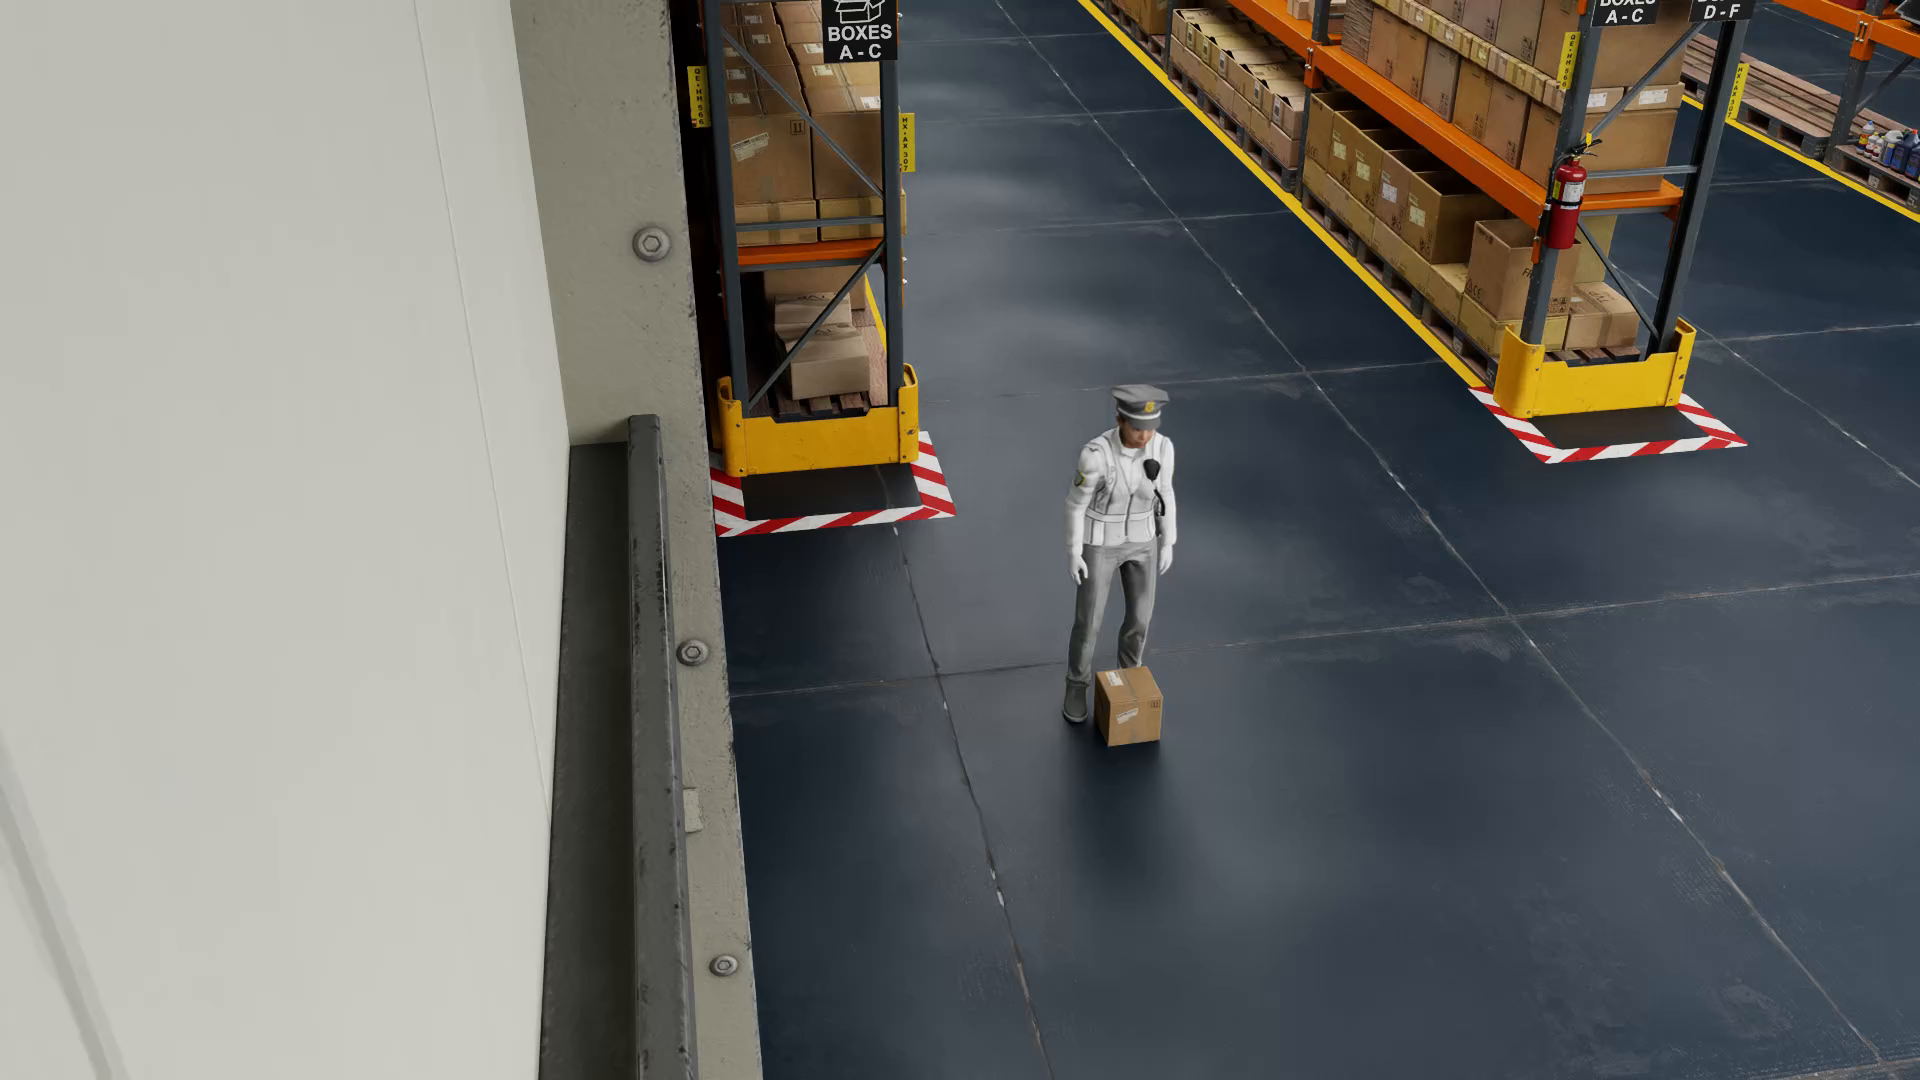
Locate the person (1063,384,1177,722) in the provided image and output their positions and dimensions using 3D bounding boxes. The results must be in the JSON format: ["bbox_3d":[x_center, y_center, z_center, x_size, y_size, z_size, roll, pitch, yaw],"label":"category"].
[{"bbox_3d":[0.729,0.043,7.559,0.535,1.661,0.373,-7,32,-12],"label":"person"}]
